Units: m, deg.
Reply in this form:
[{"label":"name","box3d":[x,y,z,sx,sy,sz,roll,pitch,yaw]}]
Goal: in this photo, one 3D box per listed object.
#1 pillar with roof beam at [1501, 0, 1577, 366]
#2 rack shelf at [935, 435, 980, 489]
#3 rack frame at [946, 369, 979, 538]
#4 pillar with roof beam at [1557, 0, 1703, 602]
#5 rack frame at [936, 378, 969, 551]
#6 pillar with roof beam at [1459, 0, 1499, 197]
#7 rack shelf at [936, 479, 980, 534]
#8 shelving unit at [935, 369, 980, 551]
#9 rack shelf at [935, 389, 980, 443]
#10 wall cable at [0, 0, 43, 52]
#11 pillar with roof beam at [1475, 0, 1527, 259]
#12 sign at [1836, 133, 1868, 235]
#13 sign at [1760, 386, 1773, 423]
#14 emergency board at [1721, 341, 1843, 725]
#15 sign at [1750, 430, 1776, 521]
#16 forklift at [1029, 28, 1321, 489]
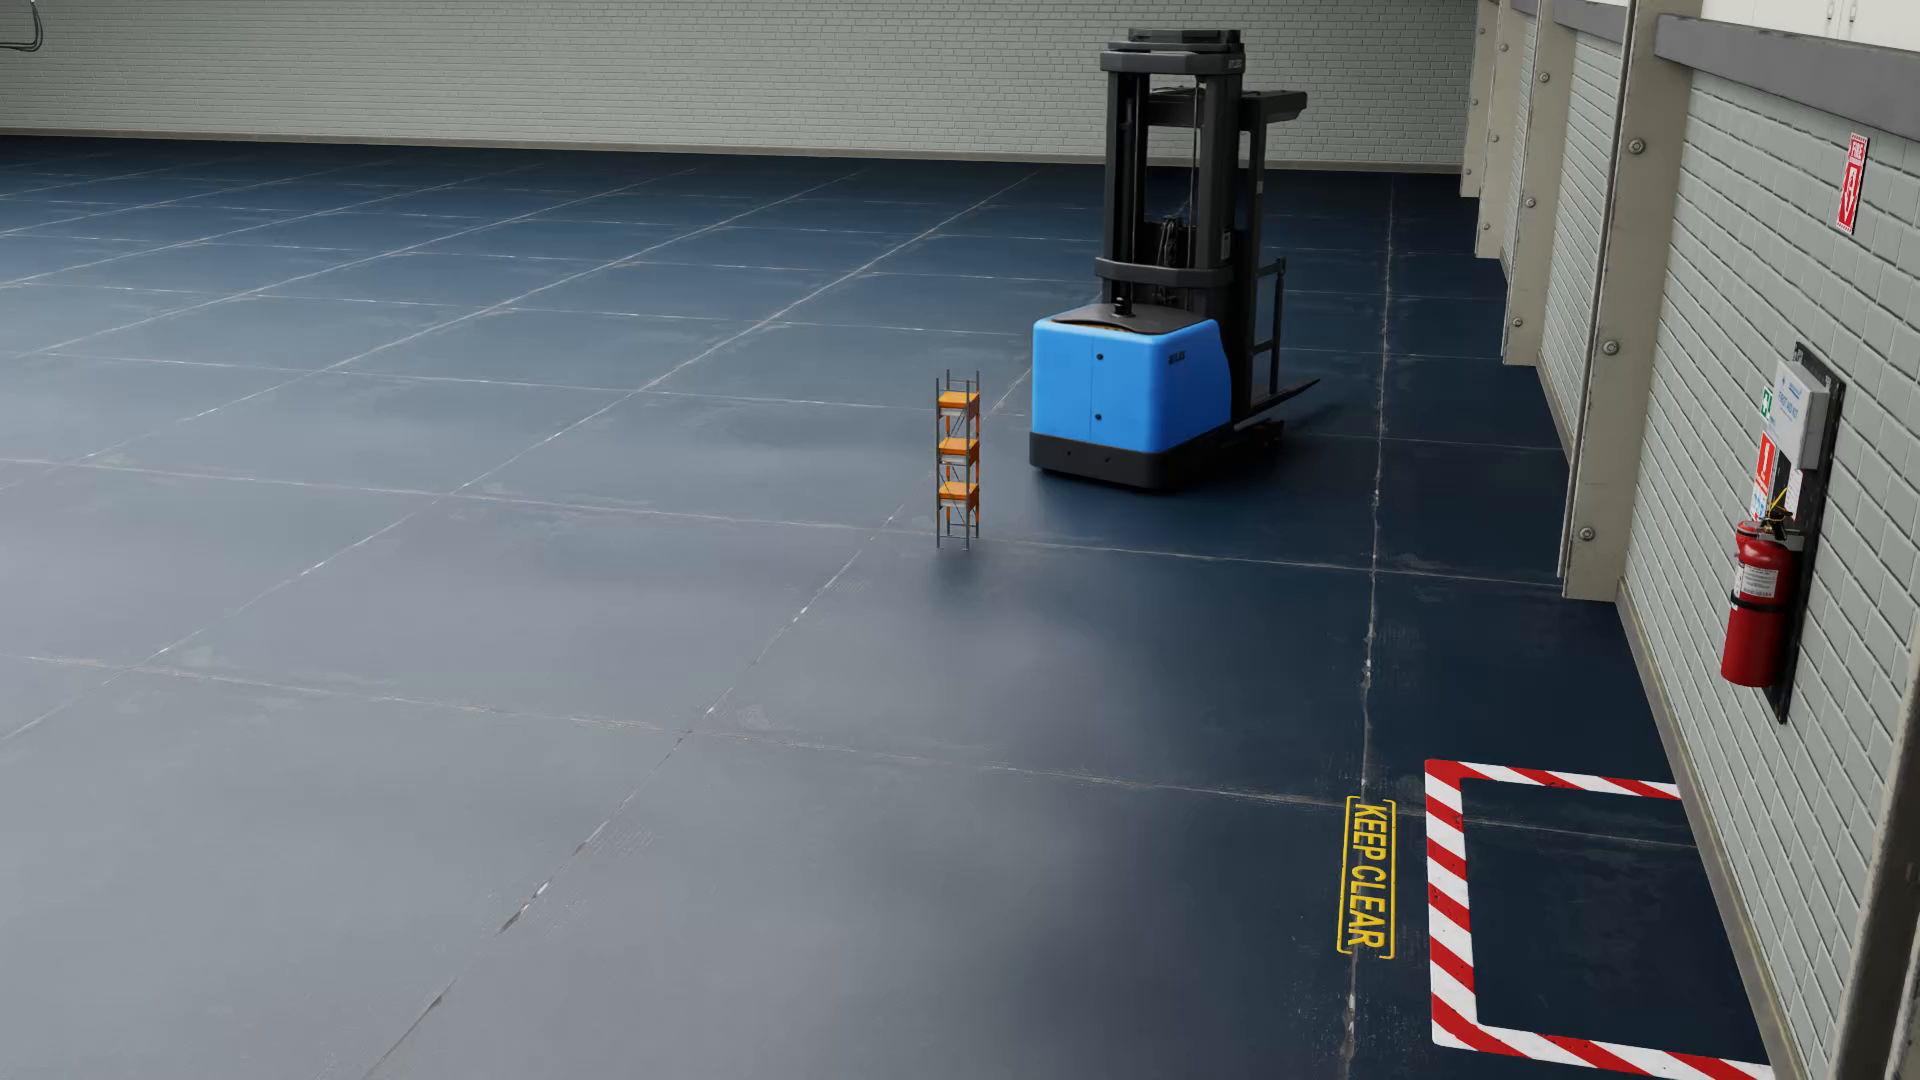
[{"label":"pillar with roof beam","box3d":[0.844,-6.208,14.441,9.100,9.000,0.400,5,19,13]},{"label":"rack shelf","box3d":[-0.013,-0.470,9.972,0.215,0.259,0.240,5,19,13]},{"label":"rack frame","box3d":[0.017,-0.518,10.081,0.200,1.050,0.008,5,19,13]},{"label":"pillar with roof beam","box3d":[-0.622,-4.327,8.935,9.100,9.000,0.400,5,19,13]},{"label":"rack frame","box3d":[-0.043,-0.442,9.857,0.200,1.050,0.008,5,19,13]},{"label":"pillar with roof beam","box3d":[3.776,-9.969,25.453,9.100,9.000,0.400,5,19,13]},{"label":"rack shelf","box3d":[-0.013,-0.207,10.062,0.215,0.259,0.240,5,19,13]},{"label":"shelving unit","box3d":[-0.013,-0.480,9.969,0.215,1.050,0.252,5,19,13]},{"label":"rack shelf","box3d":[-0.013,-0.739,9.880,0.215,0.259,0.240,5,19,13]},{"label":"wall cable","box3d":[-20.592,-11.466,34.640,3.097,2.526,0.112,5,19,13]},{"label":"pillar with roof beam","box3d":[2.310,-8.089,19.947,9.100,9.000,0.400,5,19,13]},{"label":"sign","box3d":[2.826,-1.131,5.272,0.001,0.298,0.199,5,19,13]},{"label":"sign","box3d":[2.953,-0.472,6.052,0.001,0.109,0.331,5,19,13]},{"label":"emergency board","box3d":[2.728,-0.039,5.662,0.194,1.169,0.643,5,19,13]},{"label":"sign","box3d":[2.963,-0.221,6.140,0.001,0.329,0.234,5,19,13]},{"label":"forklift","box3d":[1.742,-2.142,11.924,1.130,2.935,3.031,13,23,33]}]
